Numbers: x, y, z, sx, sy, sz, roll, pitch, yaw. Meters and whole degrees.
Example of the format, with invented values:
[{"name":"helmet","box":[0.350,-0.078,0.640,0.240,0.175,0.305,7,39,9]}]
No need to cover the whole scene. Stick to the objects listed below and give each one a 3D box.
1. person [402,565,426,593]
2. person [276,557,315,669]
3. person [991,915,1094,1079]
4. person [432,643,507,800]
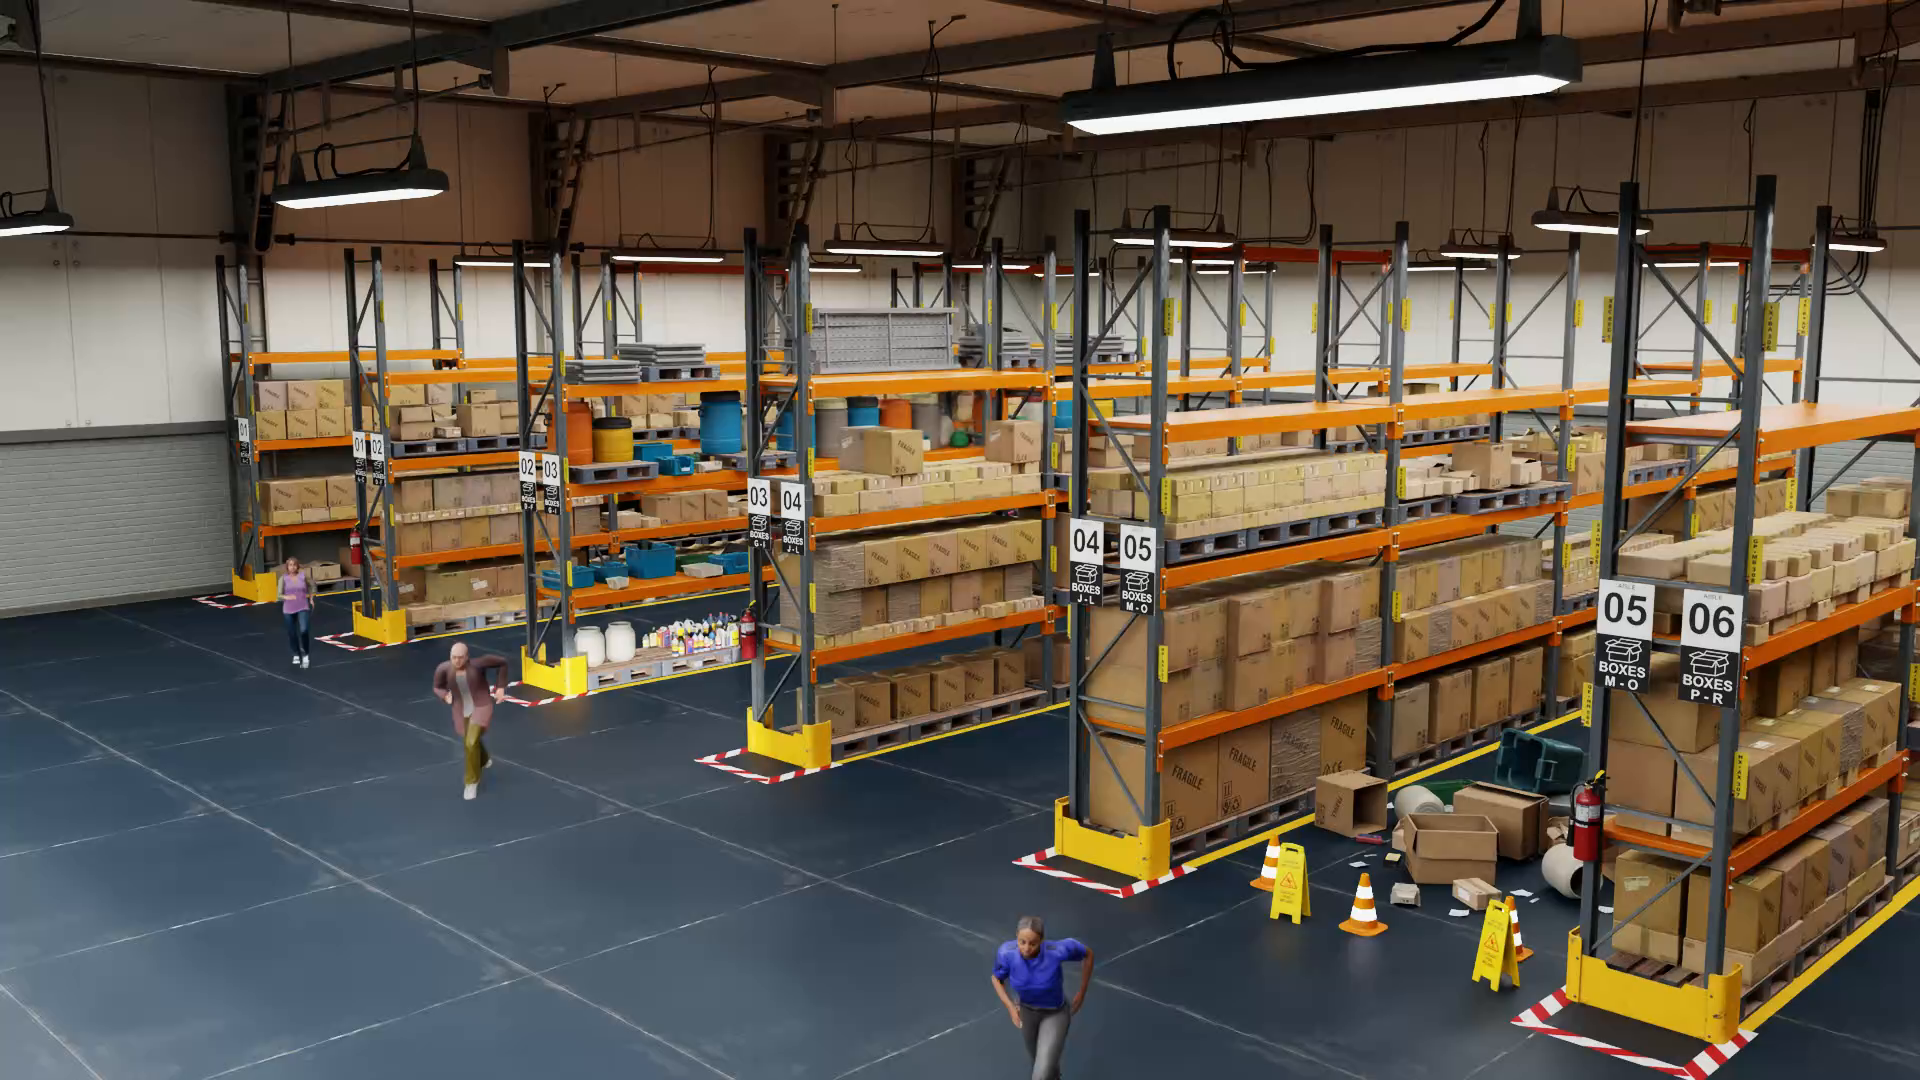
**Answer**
[{"name":"person","box":[-9.345,0.297,28.459,0.707,1.729,0.686,4,9,26]},{"name":"person","box":[-9.420,1.036,23.622,0.507,1.604,0.667,-3,9,-20]},{"name":"person","box":[0.527,2.973,10.308,0.617,1.615,0.966,2,8,13]},{"name":"person","box":[-5.167,1.958,17.698,0.753,1.565,1.072,0,8,0]}]
